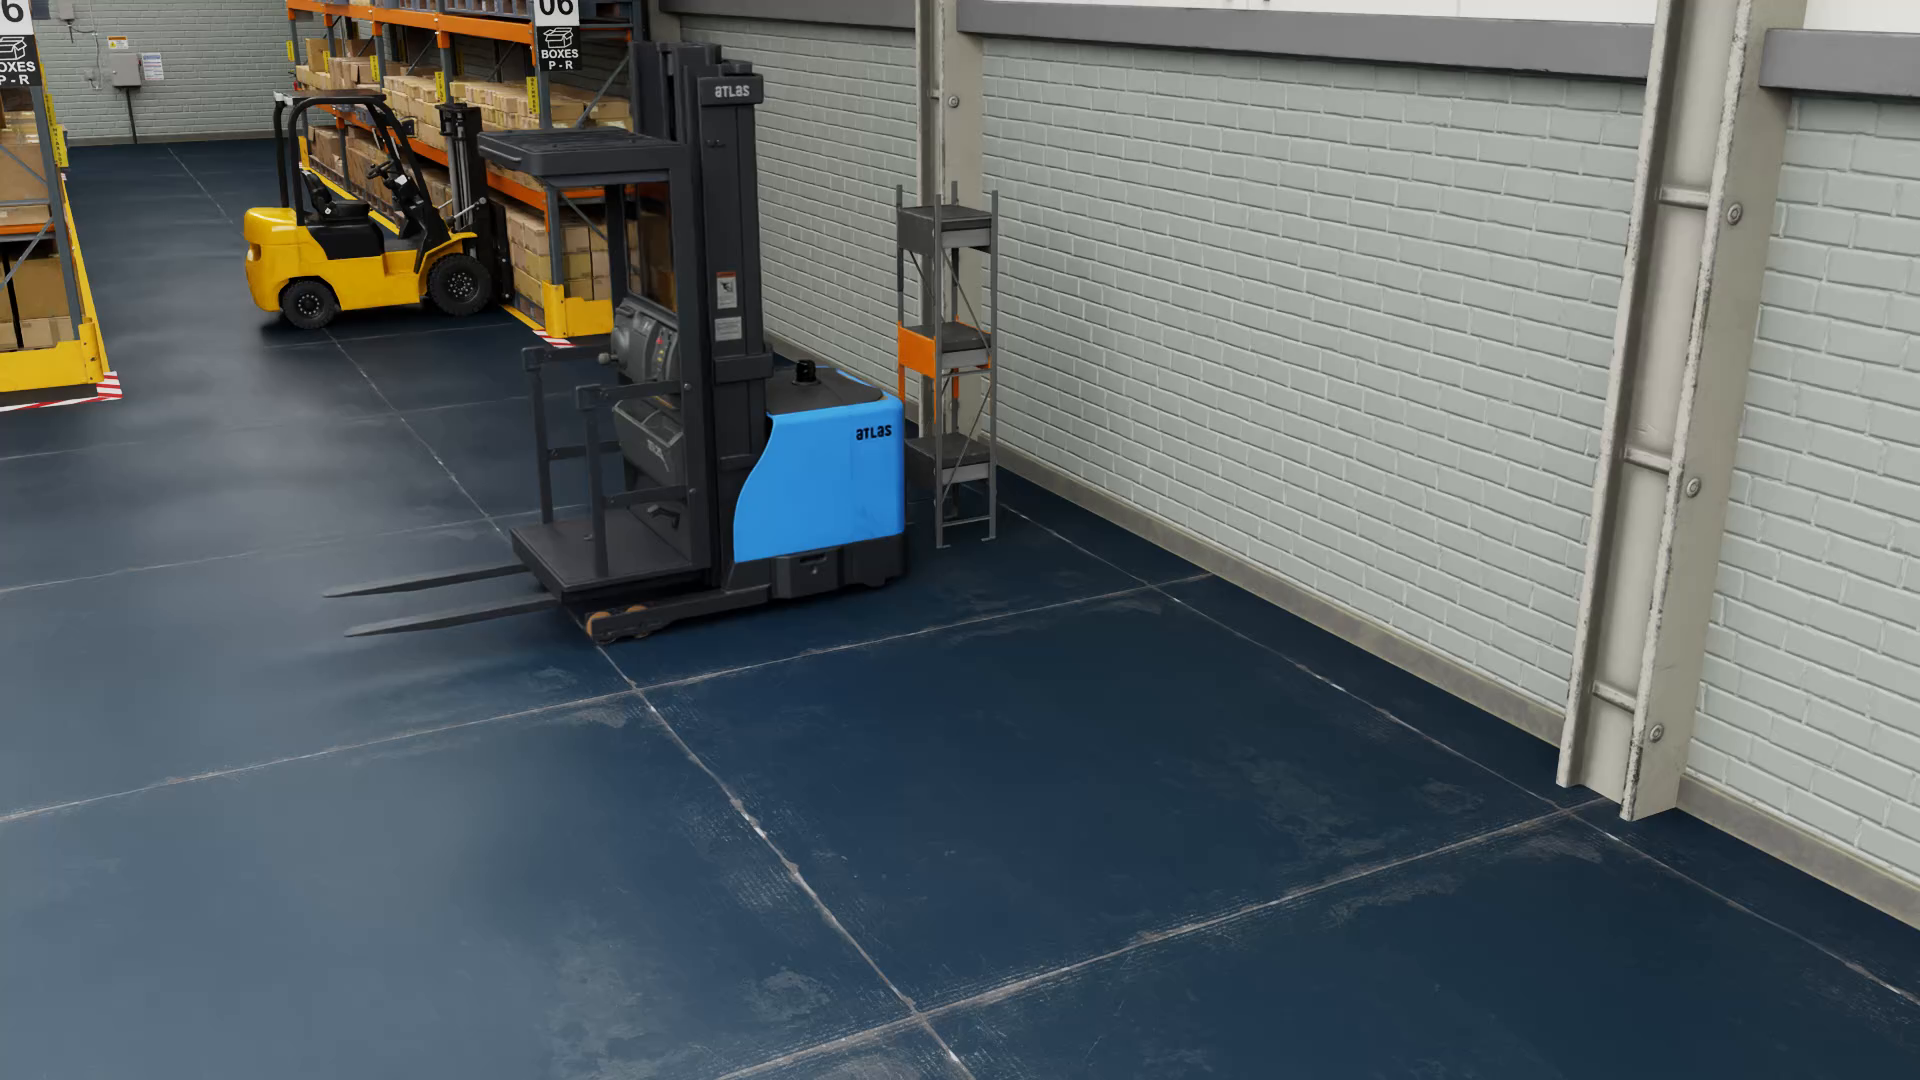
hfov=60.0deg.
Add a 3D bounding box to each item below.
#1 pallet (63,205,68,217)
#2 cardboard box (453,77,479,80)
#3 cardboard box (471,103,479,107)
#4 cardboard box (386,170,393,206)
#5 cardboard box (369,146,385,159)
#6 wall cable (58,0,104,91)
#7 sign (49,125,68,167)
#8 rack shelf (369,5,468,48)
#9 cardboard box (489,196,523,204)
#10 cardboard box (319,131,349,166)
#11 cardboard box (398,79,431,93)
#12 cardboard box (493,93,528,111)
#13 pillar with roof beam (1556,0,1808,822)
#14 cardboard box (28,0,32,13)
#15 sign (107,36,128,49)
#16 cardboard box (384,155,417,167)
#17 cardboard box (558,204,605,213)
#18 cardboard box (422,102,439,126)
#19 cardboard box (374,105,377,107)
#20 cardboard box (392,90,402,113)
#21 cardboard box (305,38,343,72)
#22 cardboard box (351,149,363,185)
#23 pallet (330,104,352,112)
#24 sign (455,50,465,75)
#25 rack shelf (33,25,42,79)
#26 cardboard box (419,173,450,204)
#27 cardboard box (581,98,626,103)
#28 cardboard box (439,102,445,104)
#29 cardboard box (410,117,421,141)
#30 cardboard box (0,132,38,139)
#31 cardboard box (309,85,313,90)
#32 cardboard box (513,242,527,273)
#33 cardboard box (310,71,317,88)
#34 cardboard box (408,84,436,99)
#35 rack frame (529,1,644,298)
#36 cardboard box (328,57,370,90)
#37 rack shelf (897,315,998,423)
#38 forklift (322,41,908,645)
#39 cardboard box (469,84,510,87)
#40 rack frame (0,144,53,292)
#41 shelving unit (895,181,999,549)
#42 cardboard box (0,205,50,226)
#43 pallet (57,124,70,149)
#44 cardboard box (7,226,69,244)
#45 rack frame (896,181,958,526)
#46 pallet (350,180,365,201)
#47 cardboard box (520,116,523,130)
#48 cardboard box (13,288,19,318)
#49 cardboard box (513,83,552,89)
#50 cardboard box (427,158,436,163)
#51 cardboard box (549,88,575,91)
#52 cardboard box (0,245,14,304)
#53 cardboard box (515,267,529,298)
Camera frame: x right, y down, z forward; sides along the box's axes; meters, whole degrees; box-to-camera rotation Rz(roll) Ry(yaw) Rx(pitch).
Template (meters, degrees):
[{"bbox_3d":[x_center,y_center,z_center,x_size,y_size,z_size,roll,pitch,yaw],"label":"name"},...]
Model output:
[{"bbox_3d":[-12.432,-4.248,22.120,1.003,0.211,1.213,-10,21,-27],"label":"pallet"},{"bbox_3d":[-6.380,-5.839,21.307,0.380,0.149,0.250,-10,22,-28],"label":"cardboard box"},{"bbox_3d":[-4.915,-4.520,17.483,0.380,0.149,0.250,-10,22,-27],"label":"cardboard box"},{"bbox_3d":[-7.572,-4.854,22.787,0.500,0.500,0.500,-9,21,-25],"label":"cardboard box"},{"bbox_3d":[-8.245,-5.560,23.839,0.380,0.149,0.250,-11,22,-29],"label":"cardboard box"},{"bbox_3d":[-16.803,-9.594,31.778,0.588,1.984,0.122,-10,21,-27],"label":"wall cable"},{"bbox_3d":[-7.273,-3.176,13.408,0.100,0.325,0.005,-10,21,-27],"label":"sign"},{"bbox_3d":[-6.233,-6.252,20.157,1.077,0.370,4.000,-10,21,-27],"label":"rack shelf"},{"bbox_3d":[-4.849,-3.495,17.700,0.500,0.250,0.500,-9,21,-25],"label":"cardboard box"},{"bbox_3d":[-10.240,-6.453,27.422,0.500,0.500,0.500,-10,21,-26],"label":"cardboard box"},{"bbox_3d":[-6.883,-5.746,21.037,0.380,0.149,0.250,-10,21,-26],"label":"cardboard box"},{"bbox_3d":[-4.433,-4.368,16.587,0.380,0.149,0.250,-10,21,-26],"label":"cardboard box"},{"bbox_3d":[-1.011,-2.516,3.627,9.100,9.000,0.400,-10,21,-27],"label":"pillar with roof beam"},{"bbox_3d":[-7.755,-4.355,13.330,0.500,0.250,0.500,-10,22,-28],"label":"cardboard box"},{"bbox_3d":[-16.275,-9.615,32.132,0.339,0.242,0.001,-10,21,-27],"label":"sign"},{"bbox_3d":[-7.640,-5.175,22.723,0.380,0.149,0.250,-11,22,-29],"label":"cardboard box"},{"bbox_3d":[-3.914,-3.279,17.074,0.500,0.250,0.500,-10,21,-27],"label":"cardboard box"},{"bbox_3d":[-5.992,-5.014,19.526,0.500,0.250,0.500,-11,22,-28],"label":"cardboard box"},{"bbox_3d":[-7.832,-5.958,22.539,0.380,0.149,0.250,-10,21,-26],"label":"cardboard box"},{"bbox_3d":[-6.950,-5.605,21.240,0.500,0.250,0.500,-9,21,-25],"label":"cardboard box"},{"bbox_3d":[-10.290,-7.867,26.955,0.500,0.500,0.500,-9,21,-25],"label":"cardboard box"},{"bbox_3d":[-8.789,-5.589,24.917,0.500,0.500,0.500,-10,22,-27],"label":"cardboard box"},{"bbox_3d":[-8.799,-6.560,24.838,1.003,0.211,1.213,-10,21,-27],"label":"pallet"},{"bbox_3d":[-6.696,-6.383,22.256,0.100,0.325,0.005,-10,21,-27],"label":"sign"},{"bbox_3d":[-8.700,-4.334,14.598,1.077,0.370,4.000,-10,21,-27],"label":"rack shelf"},{"bbox_3d":[-6.261,-4.264,20.886,0.875,0.625,0.625,-11,22,-29],"label":"cardboard box"},{"bbox_3d":[-3.426,-4.162,15.991,0.380,0.149,0.250,-9,21,-25],"label":"cardboard box"},{"bbox_3d":[-5.779,-5.089,19.134,0.380,0.149,0.250,-10,22,-27],"label":"cardboard box"},{"bbox_3d":[-6.457,-5.071,20.460,0.500,0.250,0.500,-9,21,-25],"label":"cardboard box"},{"bbox_3d":[-7.980,-3.197,14.189,0.500,0.500,0.500,-9,21,-25],"label":"cardboard box"},{"bbox_3d":[-10.499,-7.412,27.398,0.380,0.149,0.250,-11,22,-28],"label":"cardboard box"},{"bbox_3d":[-4.119,-2.824,16.522,0.500,0.250,0.500,-10,22,-27],"label":"cardboard box"},{"bbox_3d":[-10.258,-7.510,27.070,0.500,0.250,0.500,-11,22,-28],"label":"cardboard box"},{"bbox_3d":[-6.468,-5.444,20.163,0.380,0.149,0.250,-11,22,-28],"label":"cardboard box"},{"bbox_3d":[-3.384,-3.452,15.537,1.000,3.000,0.127,-10,21,-27],"label":"rack frame"},{"bbox_3d":[-9.049,-6.969,24.933,0.700,0.500,0.500,-9,21,-25],"label":"cardboard box"},{"bbox_3d":[-0.079,-1.027,9.931,0.431,0.518,0.480,-10,21,-27],"label":"rack shelf"},{"bbox_3d":[-1.835,-1.043,8.661,3.031,2.935,1.130,-10,22,-27],"label":"forklift"},{"bbox_3d":[-5.060,-4.825,17.911,0.380,0.149,0.250,-10,22,-28],"label":"cardboard box"},{"bbox_3d":[-7.747,-2.683,13.307,0.949,2.616,0.053,-10,21,-27],"label":"rack frame"},{"bbox_3d":[-0.079,-1.040,9.927,0.431,2.100,0.503,-10,21,-27],"label":"shelving unit"},{"bbox_3d":[-7.729,-2.693,13.722,0.380,0.149,0.250,-10,21,-26],"label":"cardboard box"},{"bbox_3d":[-11.117,-4.700,19.448,1.213,0.211,1.003,-10,21,-27],"label":"pallet"},{"bbox_3d":[-8.646,-2.663,15.673,0.500,0.500,0.500,-9,21,-24],"label":"cardboard box"},{"bbox_3d":[-0.195,-1.110,10.130,0.400,2.100,0.015,-10,21,-27],"label":"rack frame"},{"bbox_3d":[-8.662,-5.351,25.315,1.003,0.211,1.213,-10,21,-27],"label":"pallet"},{"bbox_3d":[-4.012,-4.015,16.020,0.380,0.149,0.250,-10,21,-26],"label":"cardboard box"},{"bbox_3d":[-9.089,-2.215,15.522,0.500,0.250,0.500,-10,22,-27],"label":"cardboard box"},{"bbox_3d":[-4.645,-4.898,18.123,0.380,0.149,0.250,-10,22,-27],"label":"cardboard box"},{"bbox_3d":[-7.156,-5.270,23.000,0.380,0.149,0.250,-9,21,-24],"label":"cardboard box"},{"bbox_3d":[-4.193,-4.600,17.260,0.380,0.149,0.250,-9,21,-25],"label":"cardboard box"},{"bbox_3d":[-8.611,-2.274,14.546,0.500,0.500,0.500,-9,21,-25],"label":"cardboard box"},{"bbox_3d":[-4.113,-2.581,16.584,0.500,0.250,0.500,-10,21,-27],"label":"cardboard box"}]
